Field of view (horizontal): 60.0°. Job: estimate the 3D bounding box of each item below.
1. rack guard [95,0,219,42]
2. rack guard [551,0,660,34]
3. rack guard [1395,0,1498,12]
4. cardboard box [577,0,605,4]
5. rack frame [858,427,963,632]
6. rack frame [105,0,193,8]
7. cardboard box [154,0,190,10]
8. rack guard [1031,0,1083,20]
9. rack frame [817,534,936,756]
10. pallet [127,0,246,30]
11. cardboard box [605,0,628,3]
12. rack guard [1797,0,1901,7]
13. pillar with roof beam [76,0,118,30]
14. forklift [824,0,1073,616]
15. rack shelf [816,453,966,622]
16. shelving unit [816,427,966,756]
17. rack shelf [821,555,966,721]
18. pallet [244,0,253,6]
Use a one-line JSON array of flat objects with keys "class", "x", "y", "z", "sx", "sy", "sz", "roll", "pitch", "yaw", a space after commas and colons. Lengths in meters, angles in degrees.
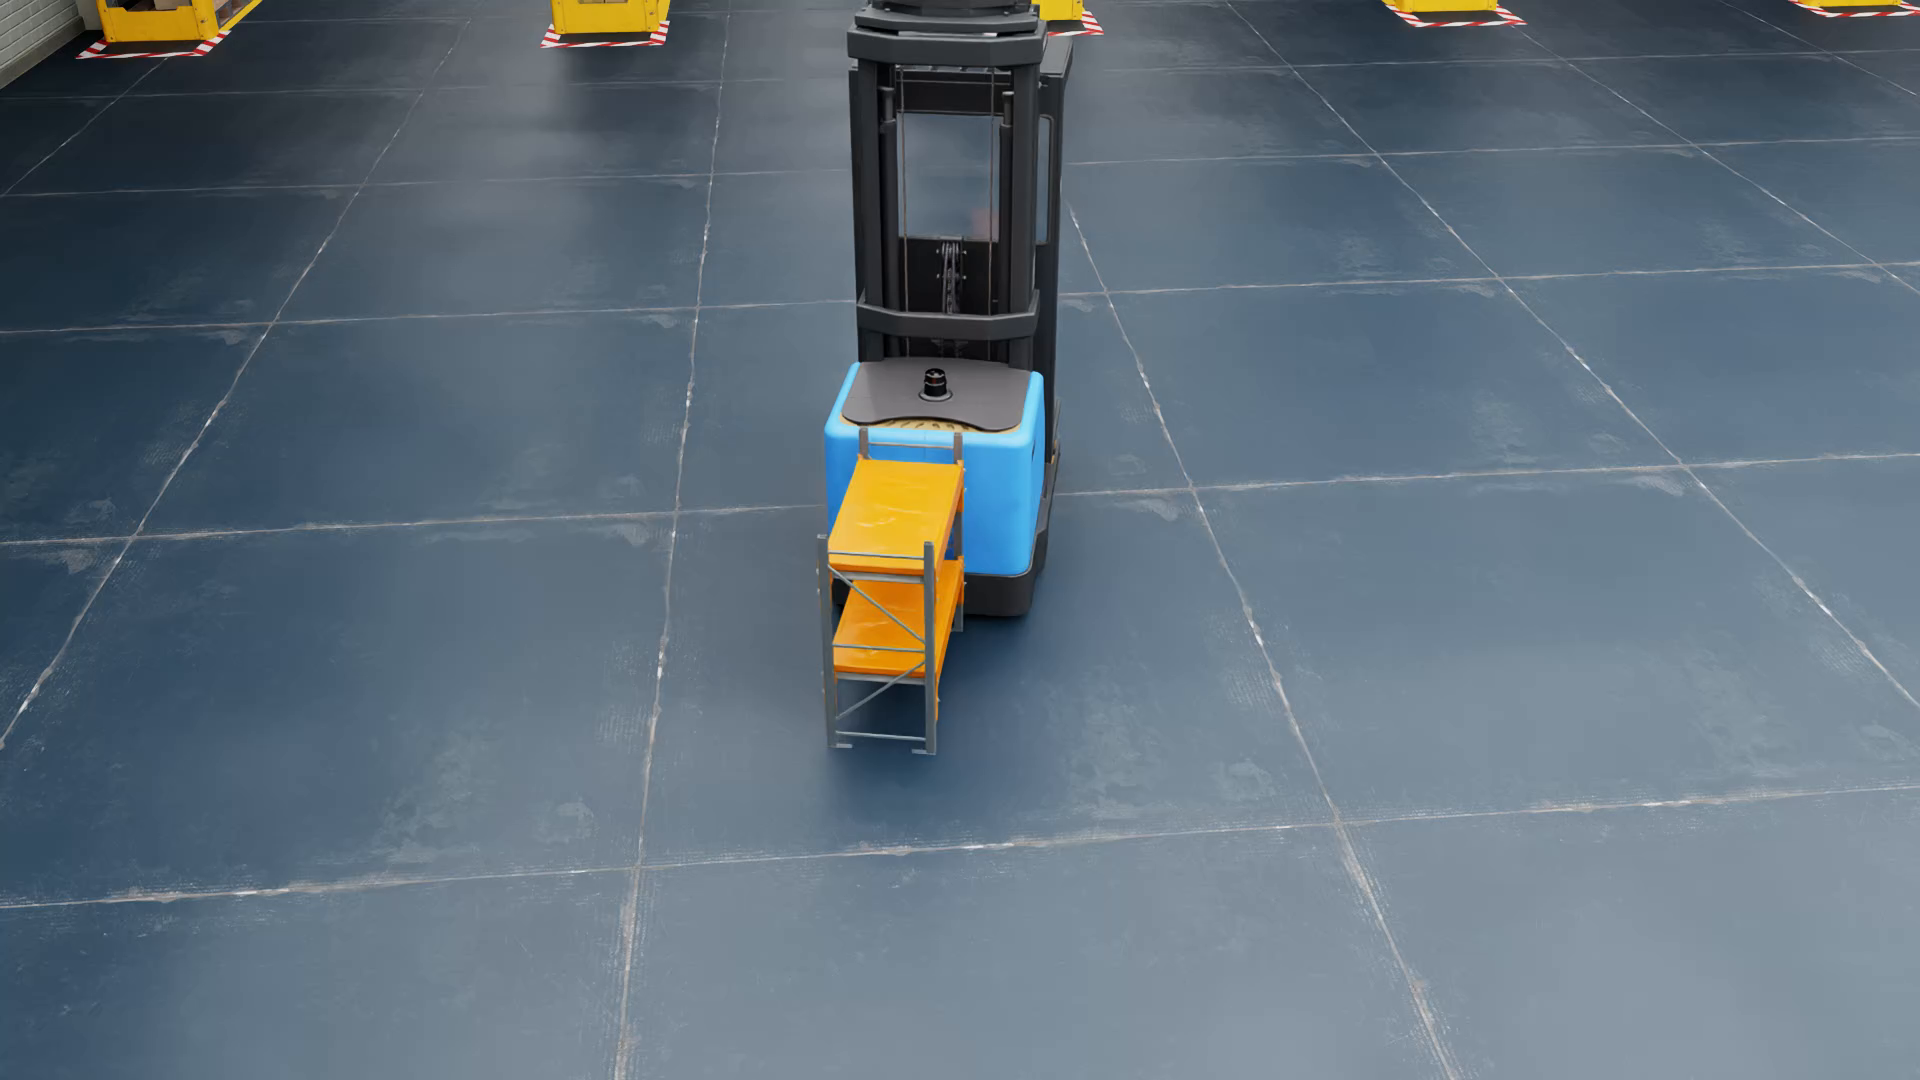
[{"class": "rack guard", "x": -8.980, "y": -5.882, "z": 18.609, "sx": 1.175, "sy": 0.500, "sz": 0.348, "roll": -3, "pitch": 31, "yaw": -5}, {"class": "rack guard", "x": -4.039, "y": -6.070, "z": 18.924, "sx": 1.175, "sy": 0.500, "sz": 0.348, "roll": -3, "pitch": 31, "yaw": -5}, {"class": "rack guard", "x": 5.815, "y": -6.593, "z": 19.801, "sx": 1.175, "sy": 0.500, "sz": 0.348, "roll": -3, "pitch": 31, "yaw": -5}, {"class": "cardboard box", "x": -4.386, "y": -6.415, "z": 19.336, "sx": 0.500, "sy": 0.250, "sz": 0.500, "roll": -3, "pitch": 31, "yaw": -5}, {"class": "rack frame", "x": -0.235, "y": -0.037, "z": 8.214, "sx": 0.500, "sy": 1.125, "sz": 0.032, "roll": 4, "pitch": 31, "yaw": 6}, {"class": "rack frame", "x": -8.973, "y": -6.916, "z": 17.903, "sx": 1.000, "sy": 3.000, "sz": 0.127, "roll": -3, "pitch": 31, "yaw": -5}, {"class": "cardboard box", "x": -8.948, "y": -6.308, "z": 19.079, "sx": 0.500, "sy": 0.311, "sz": 0.500, "roll": -6, "pitch": 31, "yaw": -10}, {"class": "rack guard", "x": 0.837, "y": -6.354, "z": 19.400, "sx": 1.175, "sy": 0.500, "sz": 0.348, "roll": -3, "pitch": 31, "yaw": -5}, {"class": "rack frame", "x": -0.359, "y": 0.481, "z": 7.348, "sx": 0.500, "sy": 1.125, "sz": 0.032, "roll": 4, "pitch": 31, "yaw": 6}, {"class": "pallet", "x": -9.021, "y": -6.174, "z": 19.381, "sx": 1.003, "sy": 0.211, "sz": 1.213, "roll": -3, "pitch": 31, "yaw": -5}, {"class": "cardboard box", "x": -3.870, "y": -6.439, "z": 19.377, "sx": 0.500, "sy": 0.250, "sz": 0.500, "roll": -3, "pitch": 31, "yaw": -5}, {"class": "rack guard", "x": 10.772, "y": -6.728, "z": 20.027, "sx": 1.175, "sy": 0.500, "sz": 0.348, "roll": -3, "pitch": 31, "yaw": -5}, {"class": "pillar with roof beam", "x": -5.614, "y": -10.014, "z": 17.239, "sx": 9.100, "sy": 9.000, "sz": 0.400, "roll": -3, "pitch": 31, "yaw": -5}, {"class": "forklift", "x": 0.013, "y": -1.605, "z": 9.078, "sx": 1.130, "sy": 2.935, "sz": 3.031, "roll": 4, "pitch": 31, "yaw": 6}, {"class": "rack shelf", "x": -0.297, "y": -0.029, "z": 7.631, "sx": 0.538, "sy": 0.278, "sz": 1.000, "roll": 4, "pitch": 31, "yaw": 6}, {"class": "shelving unit", "x": -0.297, "y": 0.222, "z": 7.781, "sx": 0.538, "sy": 1.125, "sz": 1.048, "roll": 4, "pitch": 31, "yaw": 6}, {"class": "rack shelf", "x": -0.297, "y": 0.432, "z": 7.907, "sx": 0.538, "sy": 0.278, "sz": 1.000, "roll": 4, "pitch": 31, "yaw": 6}, {"class": "pallet", "x": -9.132, "y": -6.795, "z": 20.421, "sx": 1.003, "sy": 0.211, "sz": 1.213, "roll": -3, "pitch": 31, "yaw": -5}]
